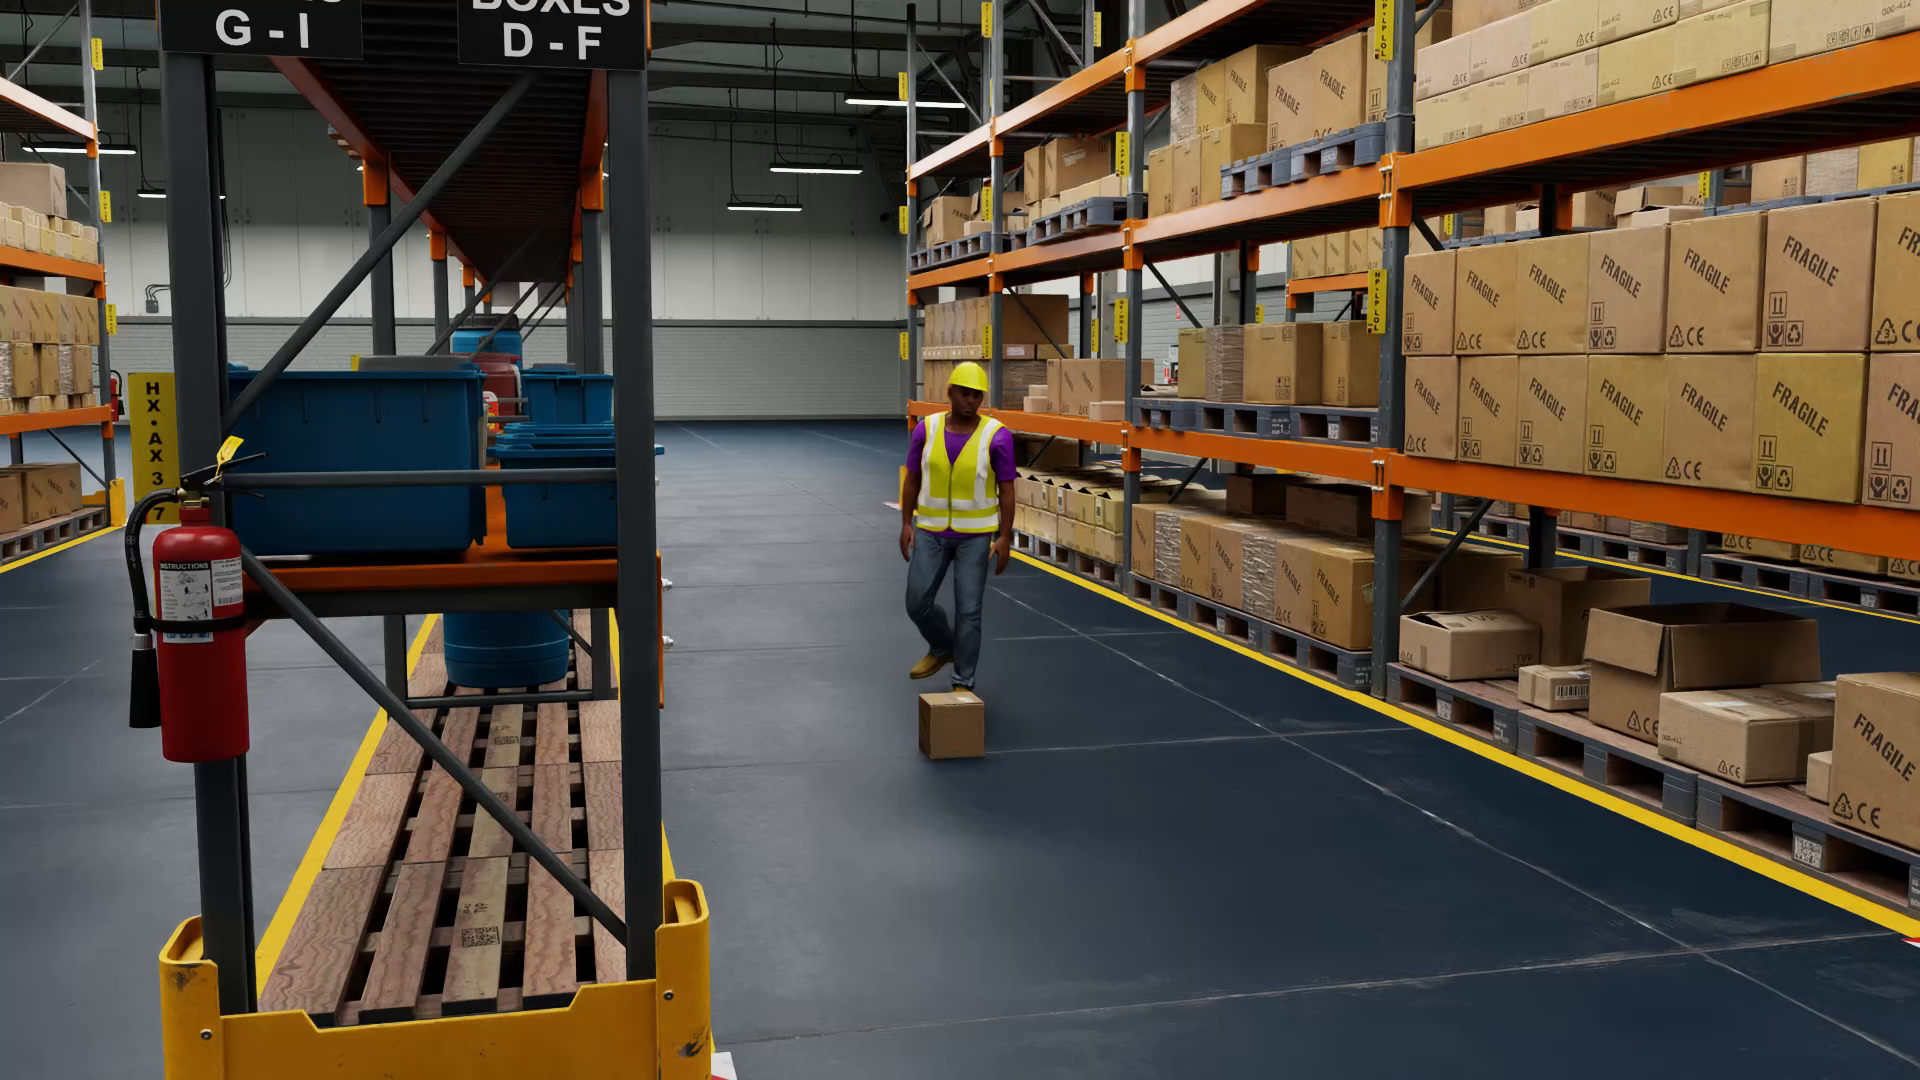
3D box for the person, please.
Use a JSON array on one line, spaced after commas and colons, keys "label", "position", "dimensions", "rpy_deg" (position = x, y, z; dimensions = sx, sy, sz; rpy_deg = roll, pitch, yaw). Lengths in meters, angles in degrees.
[{"label": "person", "position": [-10.357, -2.974, 2.094], "dimensions": [17.705, 9.000, 17.581], "rpy_deg": [2, 6, 14]}]
